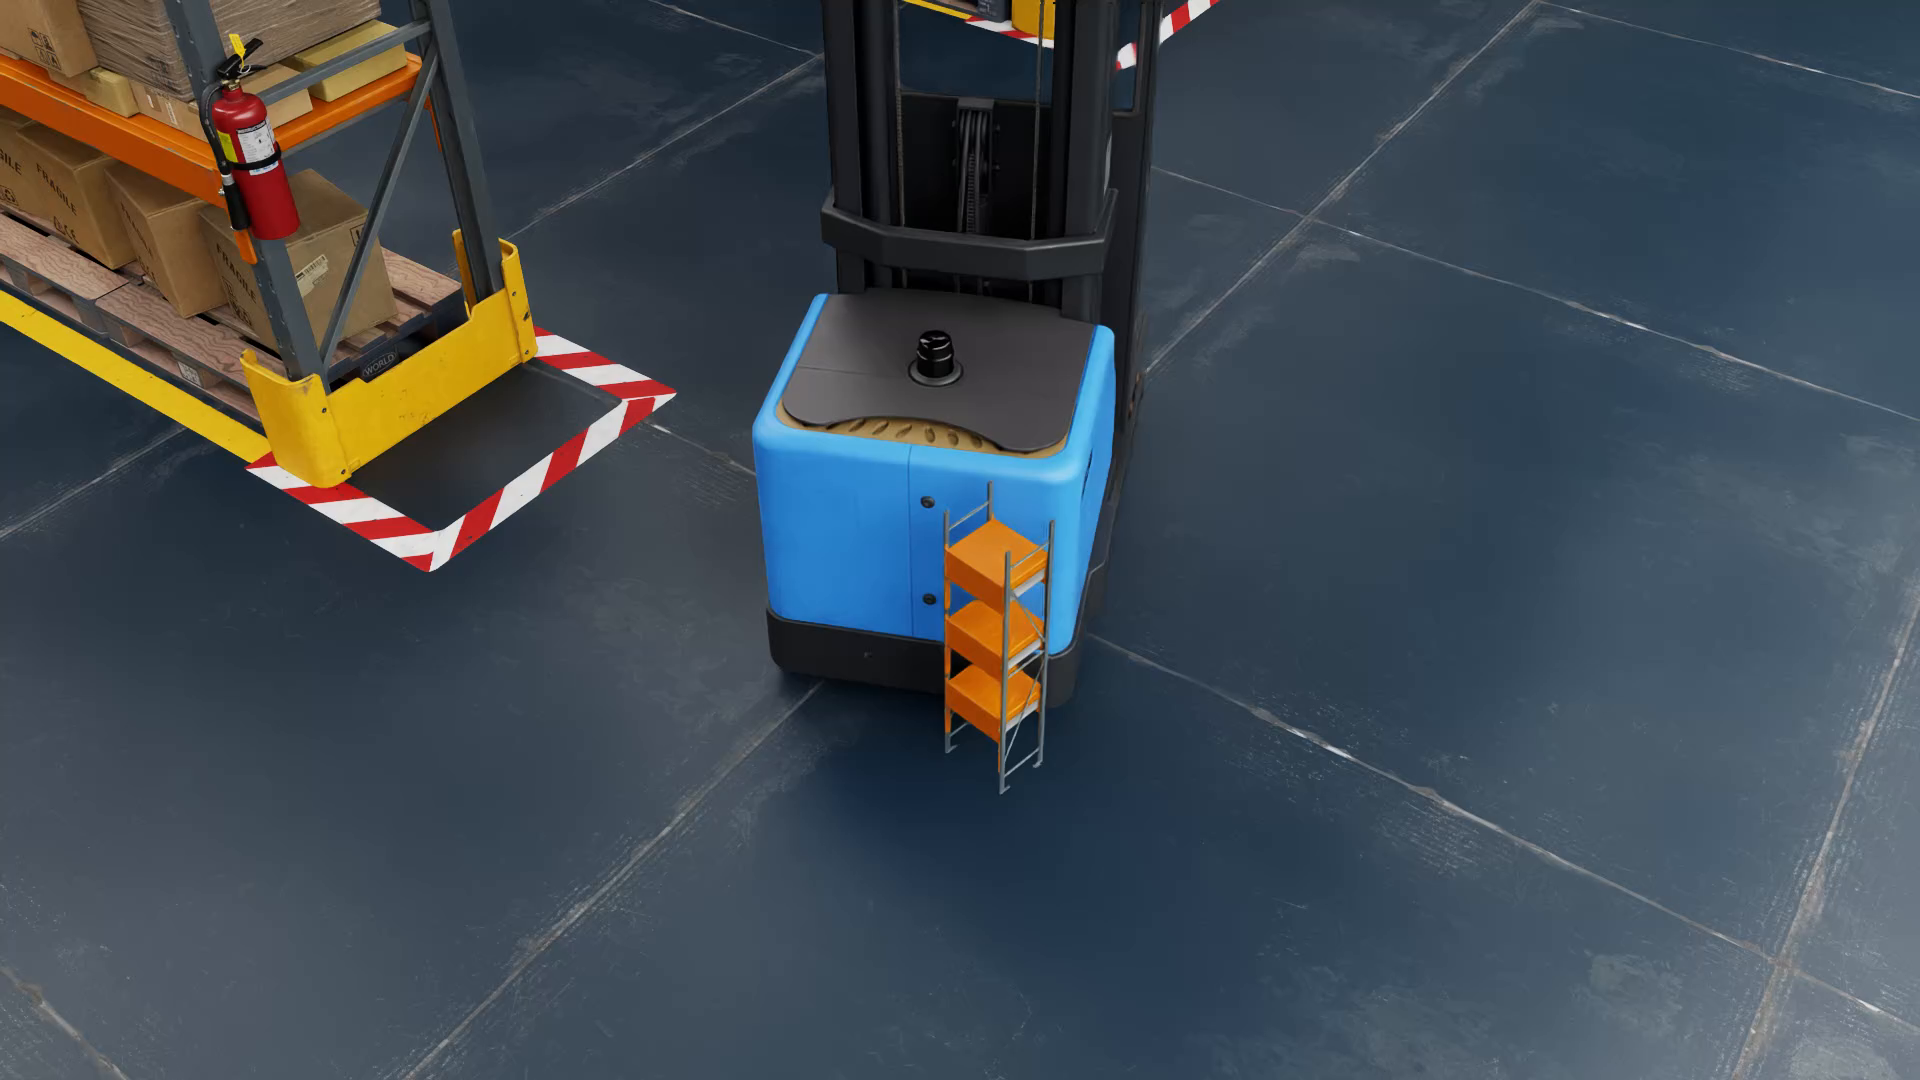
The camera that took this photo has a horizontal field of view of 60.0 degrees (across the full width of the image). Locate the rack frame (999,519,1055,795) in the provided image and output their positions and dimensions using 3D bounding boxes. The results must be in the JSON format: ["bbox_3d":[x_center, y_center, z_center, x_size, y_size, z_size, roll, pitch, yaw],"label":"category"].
[{"bbox_3d":[0.198,0.379,5.039,0.008,1.050,0.200,33,52,31],"label":"rack frame"}]

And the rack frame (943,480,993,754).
[{"bbox_3d":[0.024,0.264,5.167,0.008,1.050,0.200,33,52,31],"label":"rack frame"}]

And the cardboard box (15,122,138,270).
[{"bbox_3d":[-3.718,-1.591,7.338,0.500,0.500,0.500,30,50,29],"label":"cardboard box"}]

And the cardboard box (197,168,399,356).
[{"bbox_3d":[-2.707,-1.131,6.824,0.500,0.500,0.500,-33,51,-31],"label":"cardboard box"}]

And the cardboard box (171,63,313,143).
[{"bbox_3d":[-2.557,-1.560,5.933,0.250,0.149,0.380,25,48,25],"label":"cardboard box"}]

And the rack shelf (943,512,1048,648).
[{"bbox_3d":[0.111,0.118,4.920,0.240,0.259,0.215,33,52,31],"label":"rack shelf"}]

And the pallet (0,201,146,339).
[{"bbox_3d":[-3.907,-1.445,7.707,1.213,0.211,1.003,25,48,25],"label":"pallet"}]

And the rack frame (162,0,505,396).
[{"bbox_3d":[-2.205,-1.657,5.853,0.127,3.000,1.000,25,48,25],"label":"rack frame"}]

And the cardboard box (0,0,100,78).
[{"bbox_3d":[-3.118,-2.157,6.113,0.500,0.500,0.875,25,48,25],"label":"cardboard box"}]

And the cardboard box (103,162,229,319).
[{"bbox_3d":[-3.216,-1.341,7.059,0.500,0.500,0.500,-29,49,-28],"label":"cardboard box"}]

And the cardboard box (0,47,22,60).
[{"bbox_3d":[-3.590,-2.030,6.457,0.250,0.149,0.380,25,48,25],"label":"cardboard box"}]

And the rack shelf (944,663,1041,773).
[{"bbox_3d":[0.110,0.536,5.296,0.240,0.259,0.215,33,52,31],"label":"rack shelf"}]

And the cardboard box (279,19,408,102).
[{"bbox_3d":[-2.302,-1.803,6.204,0.250,0.149,0.380,25,48,25],"label":"cardboard box"}]

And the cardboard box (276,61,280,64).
[{"bbox_3d":[-2.496,-1.909,6.323,0.250,0.149,0.380,25,48,25],"label":"cardboard box"}]

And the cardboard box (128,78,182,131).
[{"bbox_3d":[-2.762,-1.656,6.040,0.250,0.149,0.380,25,48,25],"label":"cardboard box"}]

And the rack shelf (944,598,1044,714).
[{"bbox_3d":[0.111,0.329,5.110,0.240,0.259,0.215,33,52,31],"label":"rack shelf"}]

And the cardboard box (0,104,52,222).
[{"bbox_3d":[-4.149,-1.829,7.604,0.500,0.500,0.500,21,46,22],"label":"cardboard box"}]

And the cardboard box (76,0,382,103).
[{"bbox_3d":[-2.640,-2.031,5.972,0.500,0.500,0.875,25,48,25],"label":"cardboard box"}]

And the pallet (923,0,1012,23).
[{"bbox_3d":[0.026,-3.551,10.060,1.213,0.211,1.003,25,48,25],"label":"pallet"}]

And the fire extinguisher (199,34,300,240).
[{"bbox_3d":[-2.376,-1.333,5.548,0.183,0.674,0.296,25,48,25],"label":"fire extinguisher"}]

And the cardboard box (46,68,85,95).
[{"bbox_3d":[-3.192,-1.828,6.232,0.250,0.149,0.380,25,48,25],"label":"cardboard box"}]

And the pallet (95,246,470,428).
[{"bbox_3d":[-2.913,-0.978,7.184,1.213,0.211,1.003,25,48,25],"label":"pallet"}]

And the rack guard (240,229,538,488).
[{"bbox_3d":[-2.268,-0.755,6.719,0.348,0.500,1.175,25,48,25],"label":"rack guard"}]

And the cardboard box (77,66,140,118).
[{"bbox_3d":[-2.996,-1.724,6.116,0.250,0.149,0.380,25,48,25],"label":"cardboard box"}]

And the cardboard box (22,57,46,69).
[{"bbox_3d":[-3.373,-1.946,6.364,0.250,0.149,0.380,25,48,25],"label":"cardboard box"}]

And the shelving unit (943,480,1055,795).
[{"bbox_3d":[0.111,0.321,5.103,0.252,1.050,0.215,33,52,31],"label":"shelving unit"}]

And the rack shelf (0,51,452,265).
[{"bbox_3d":[-3.843,-2.155,6.949,4.000,0.370,1.077,25,48,25],"label":"rack shelf"}]

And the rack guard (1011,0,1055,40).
[{"bbox_3d":[0.745,-3.386,9.659,0.348,0.500,1.175,25,48,25],"label":"rack guard"}]

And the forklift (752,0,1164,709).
[{"bbox_3d":[0.147,-1.524,5.755,1.130,2.935,3.031,8,42,9],"label":"forklift"}]
